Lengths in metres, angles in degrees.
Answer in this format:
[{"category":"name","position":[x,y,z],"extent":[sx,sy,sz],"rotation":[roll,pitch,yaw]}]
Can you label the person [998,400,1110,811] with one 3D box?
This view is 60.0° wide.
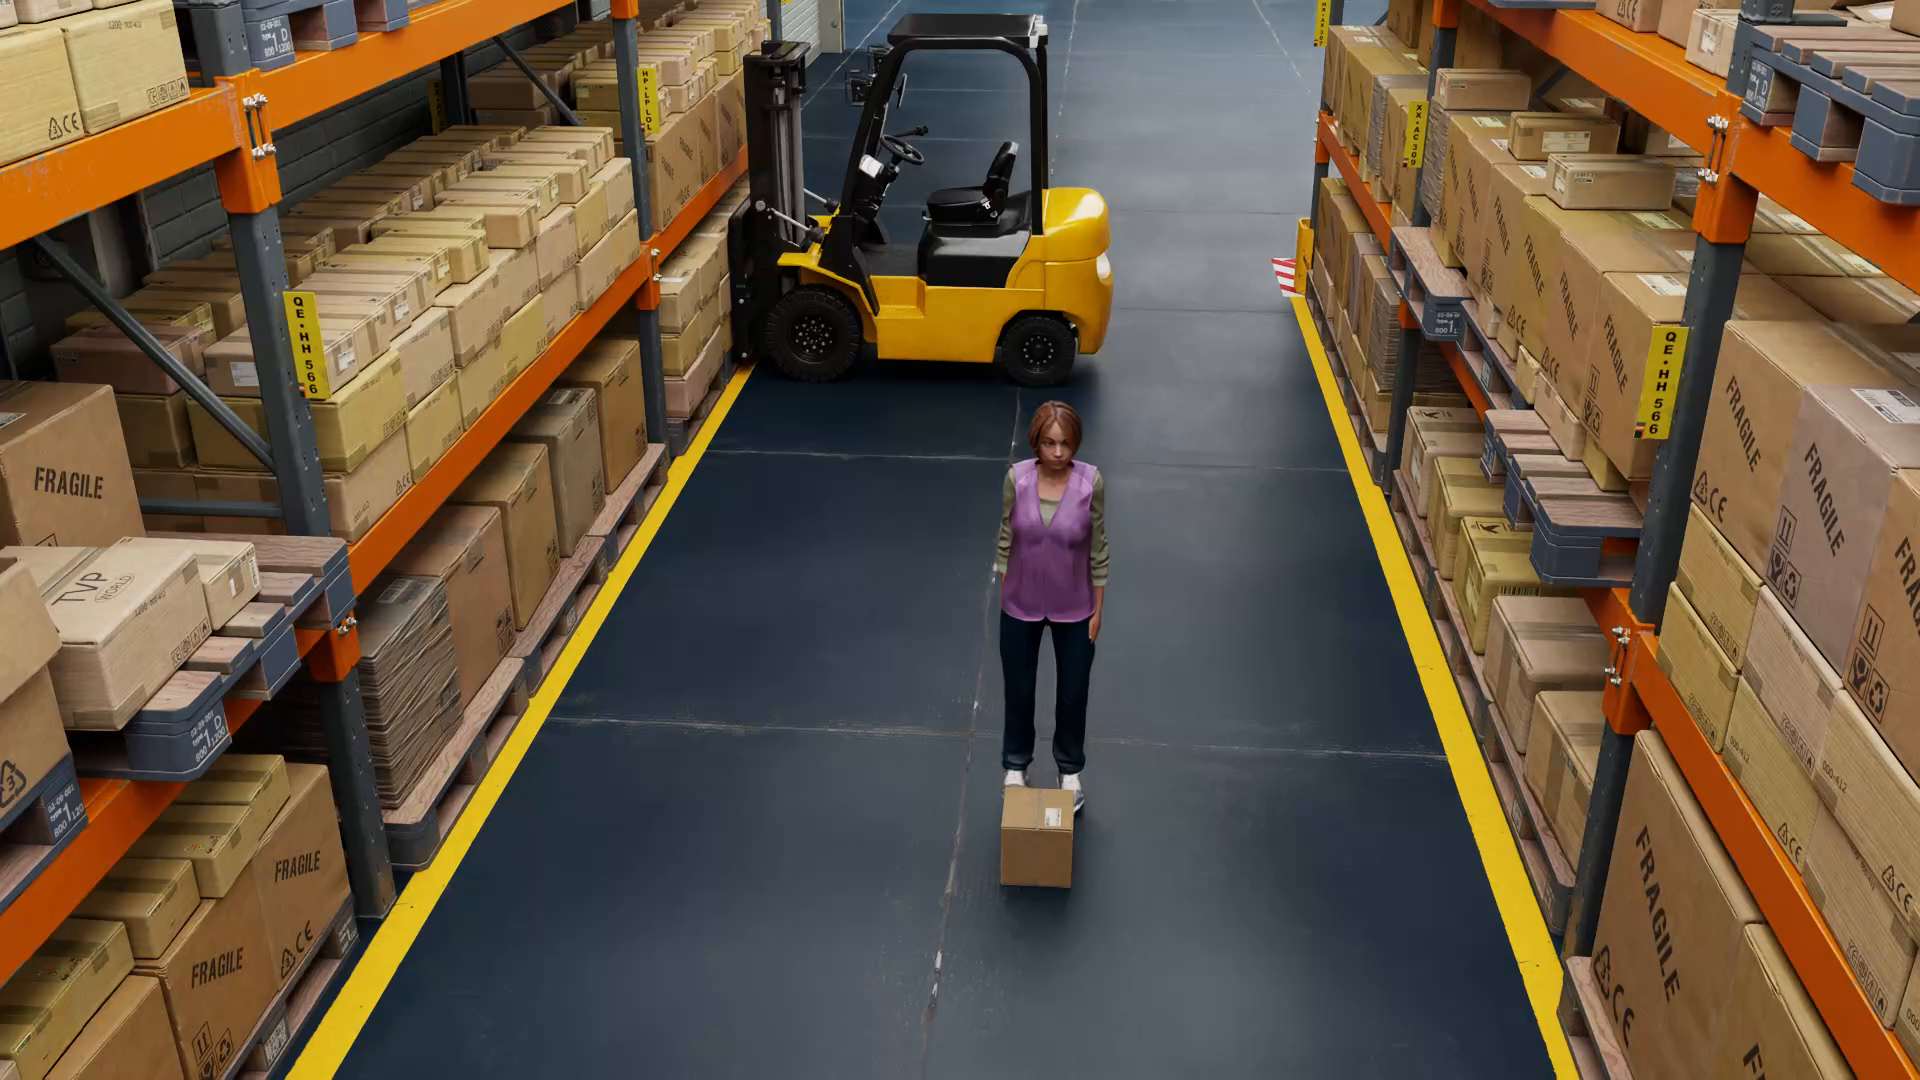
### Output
[{"category":"person","position":[0.337,0.252,6.075],"extent":[0.405,1.596,0.312],"rotation":[2,25,5]}]
